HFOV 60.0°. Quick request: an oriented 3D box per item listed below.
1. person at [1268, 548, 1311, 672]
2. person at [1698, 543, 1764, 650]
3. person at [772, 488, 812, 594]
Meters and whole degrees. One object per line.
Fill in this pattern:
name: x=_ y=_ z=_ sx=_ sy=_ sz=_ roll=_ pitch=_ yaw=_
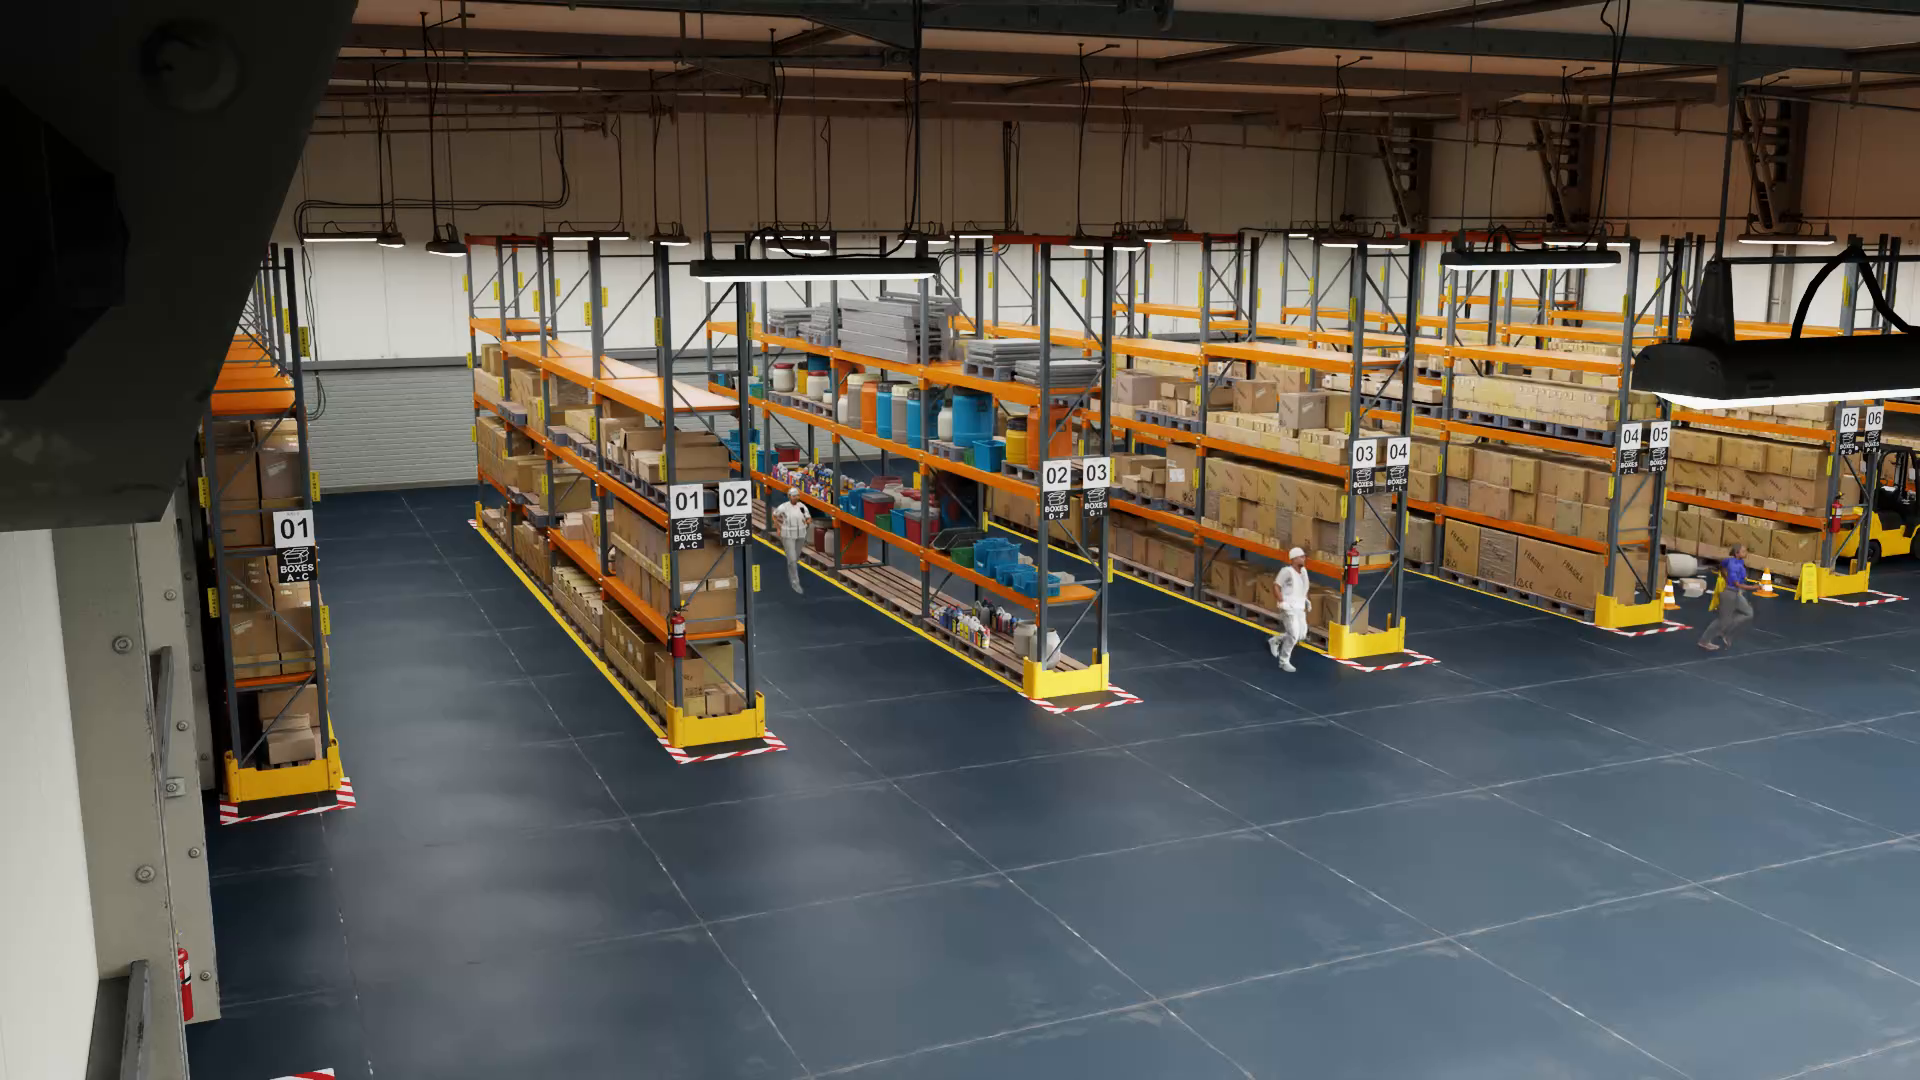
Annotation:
person: x=4.700 y=0.958 z=23.728 sx=0.727 sy=1.724 sz=0.596 roll=-10 pitch=15 yaw=-43
person: x=11.394 y=0.834 z=24.520 sx=0.802 sy=1.595 sz=0.589 roll=6 pitch=13 yaw=30
person: x=-2.735 y=-0.023 z=27.483 sx=0.598 sy=1.689 sz=0.863 roll=-6 pitch=13 yaw=-30
